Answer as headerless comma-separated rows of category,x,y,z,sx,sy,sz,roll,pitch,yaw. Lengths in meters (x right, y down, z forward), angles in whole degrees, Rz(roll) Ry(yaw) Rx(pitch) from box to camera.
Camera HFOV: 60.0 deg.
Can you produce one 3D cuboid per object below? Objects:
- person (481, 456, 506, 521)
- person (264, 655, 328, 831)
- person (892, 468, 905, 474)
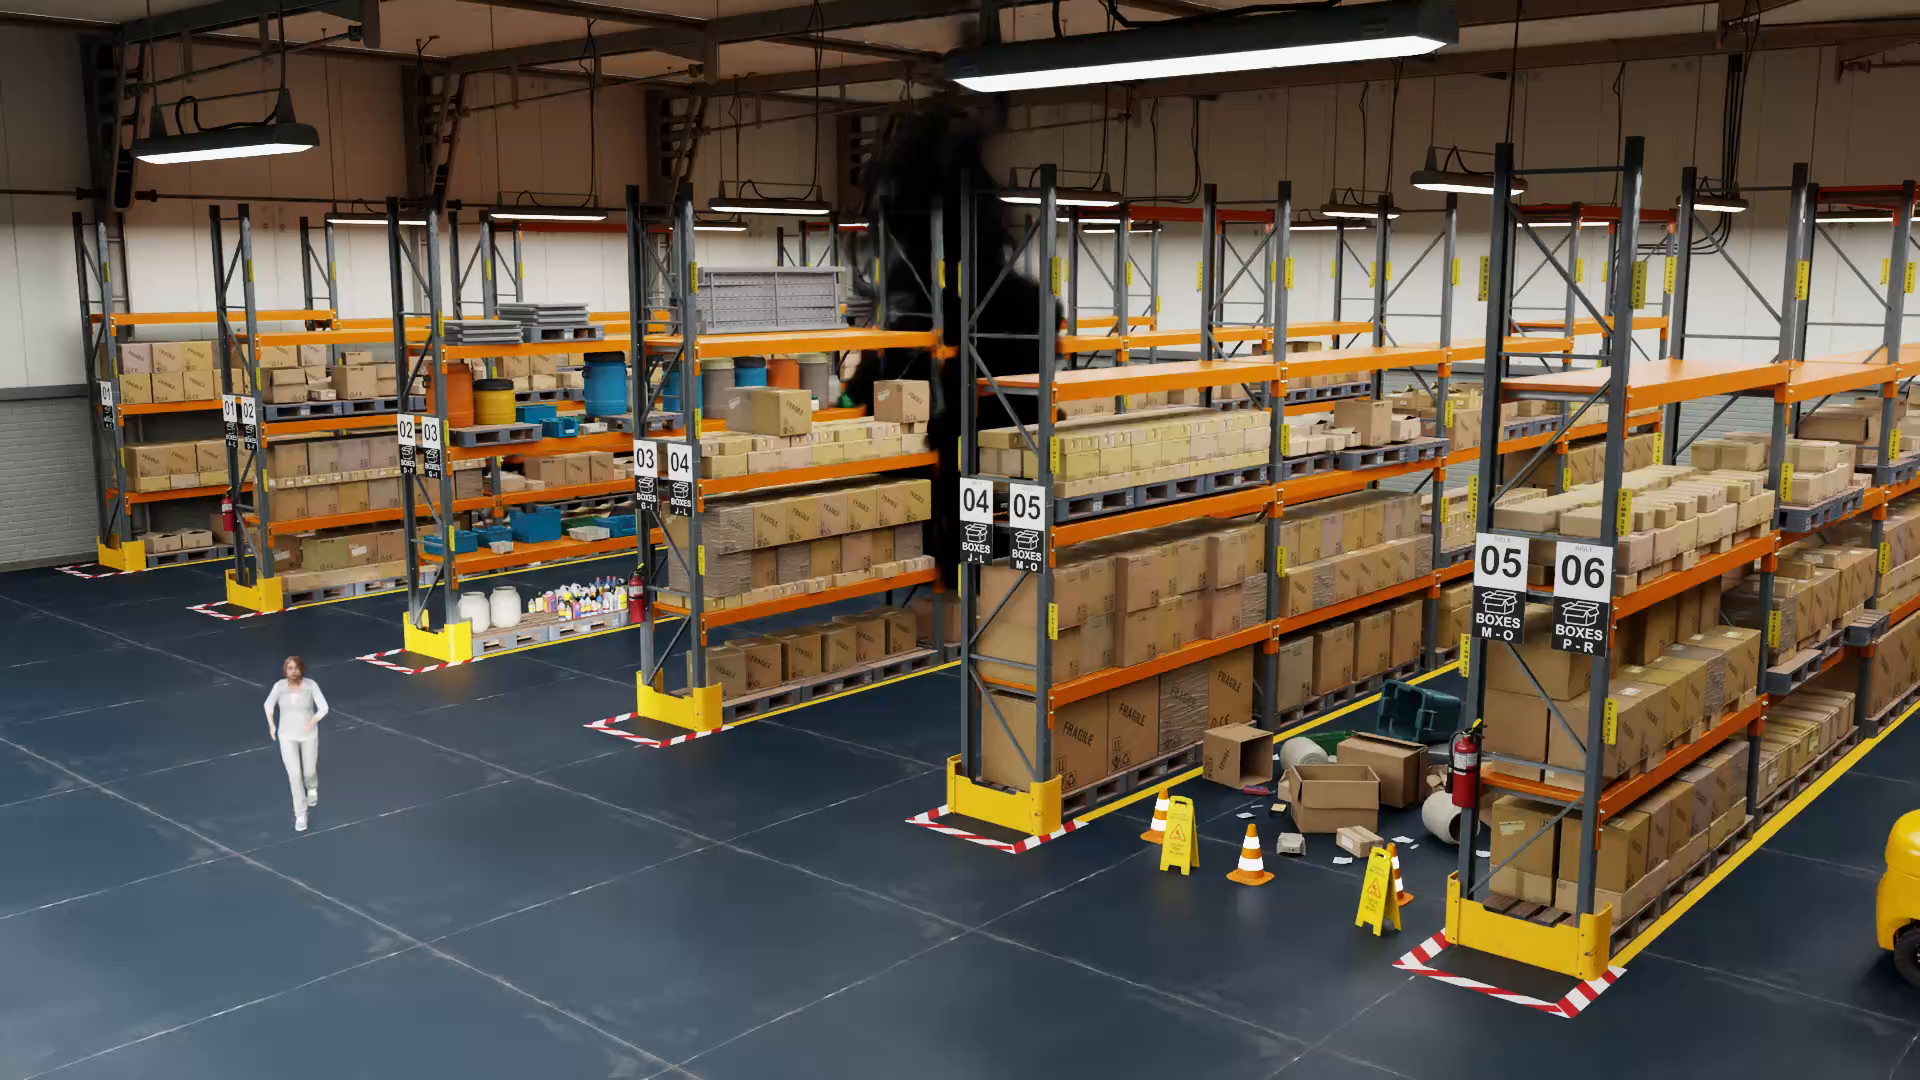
person,-8.419,-0.691,30.171,0.668,1.739,0.803,8,12,39
person,-6.153,1.838,15.454,0.558,1.586,0.750,-3,10,-19
person,-1.226,-1.154,32.795,0.677,1.821,0.820,5,11,30
